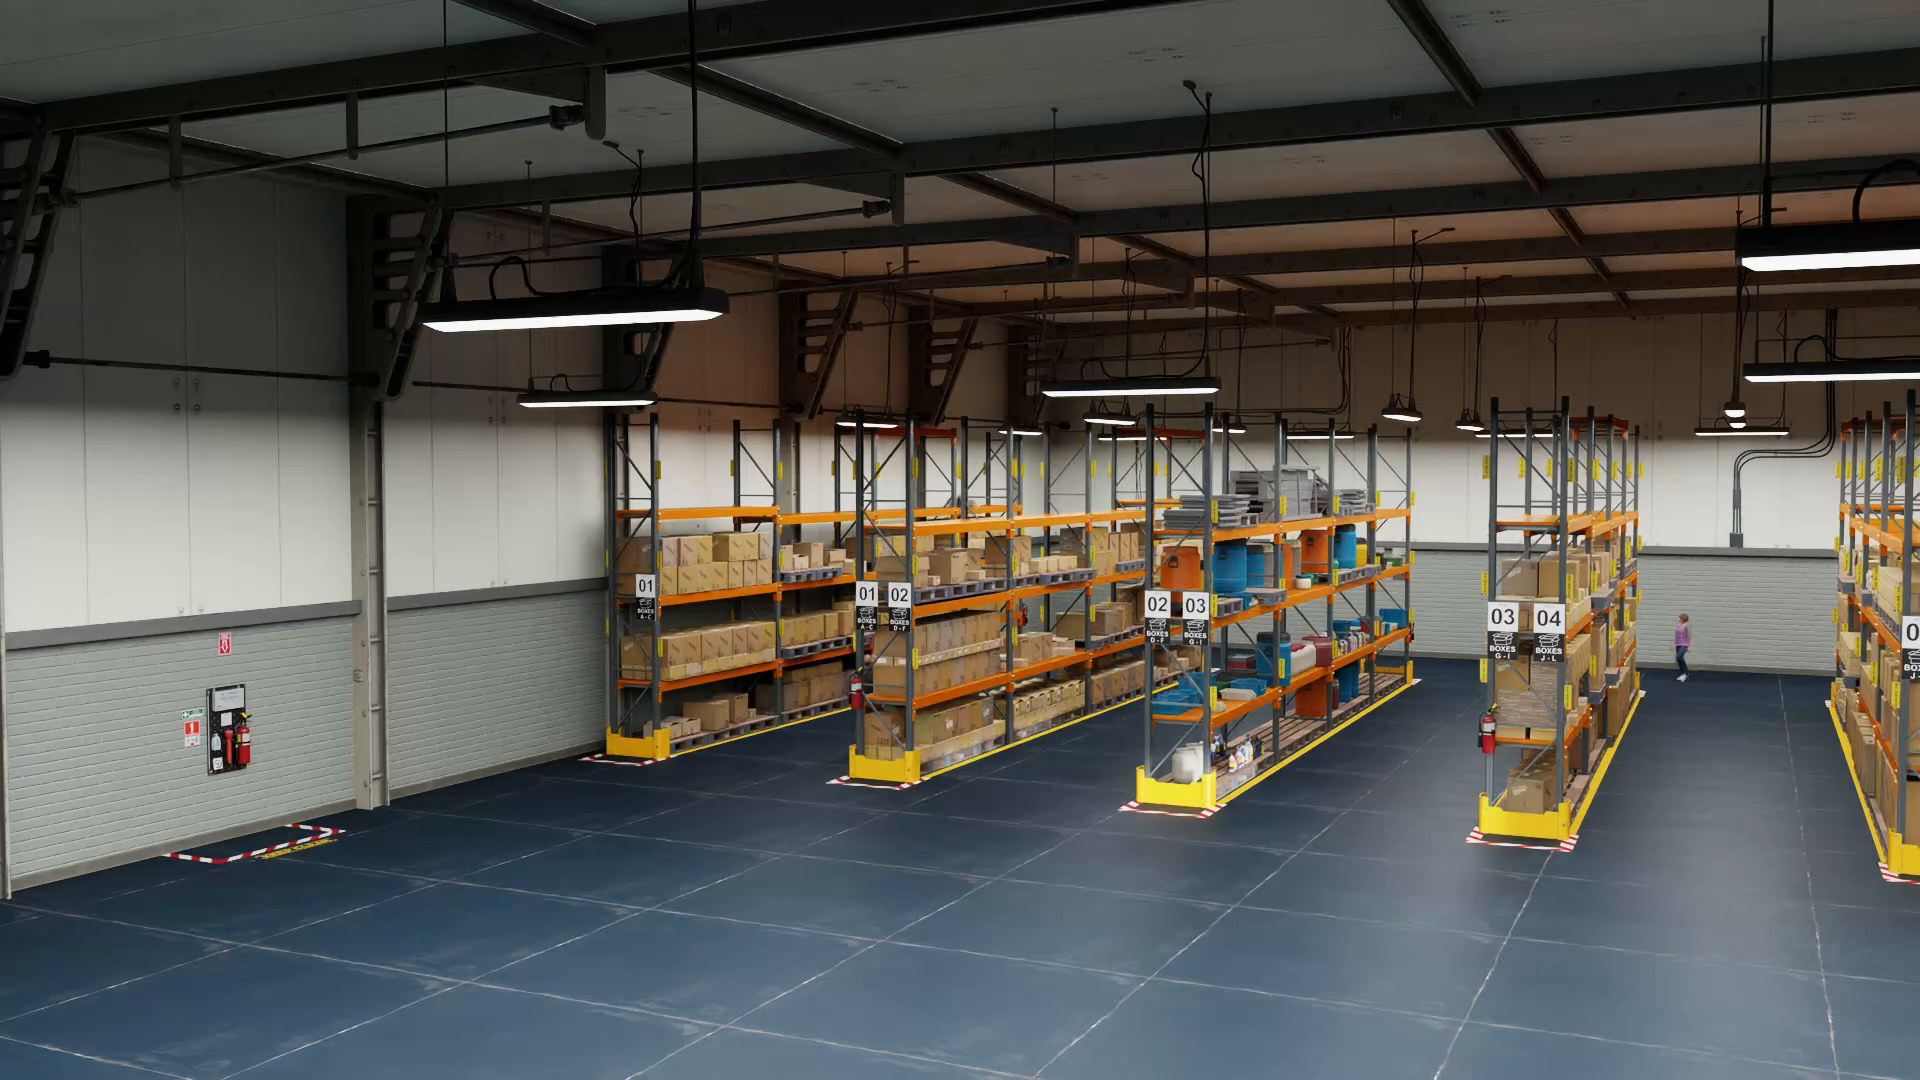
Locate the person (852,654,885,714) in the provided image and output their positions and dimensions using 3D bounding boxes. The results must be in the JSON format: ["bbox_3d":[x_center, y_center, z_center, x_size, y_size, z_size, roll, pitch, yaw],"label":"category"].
[{"bbox_3d":[-1.657,2.934,29.845,0.617,1.775,0.608,0,2,-9],"label":"person"}]

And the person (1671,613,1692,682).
[{"bbox_3d":[17.103,2.552,39.399,0.477,1.613,0.472,-1,3,-18],"label":"person"}]

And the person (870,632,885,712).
[{"bbox_3d":[-1.641,2.720,32.970,0.372,1.803,0.586,0,2,8],"label":"person"}]
